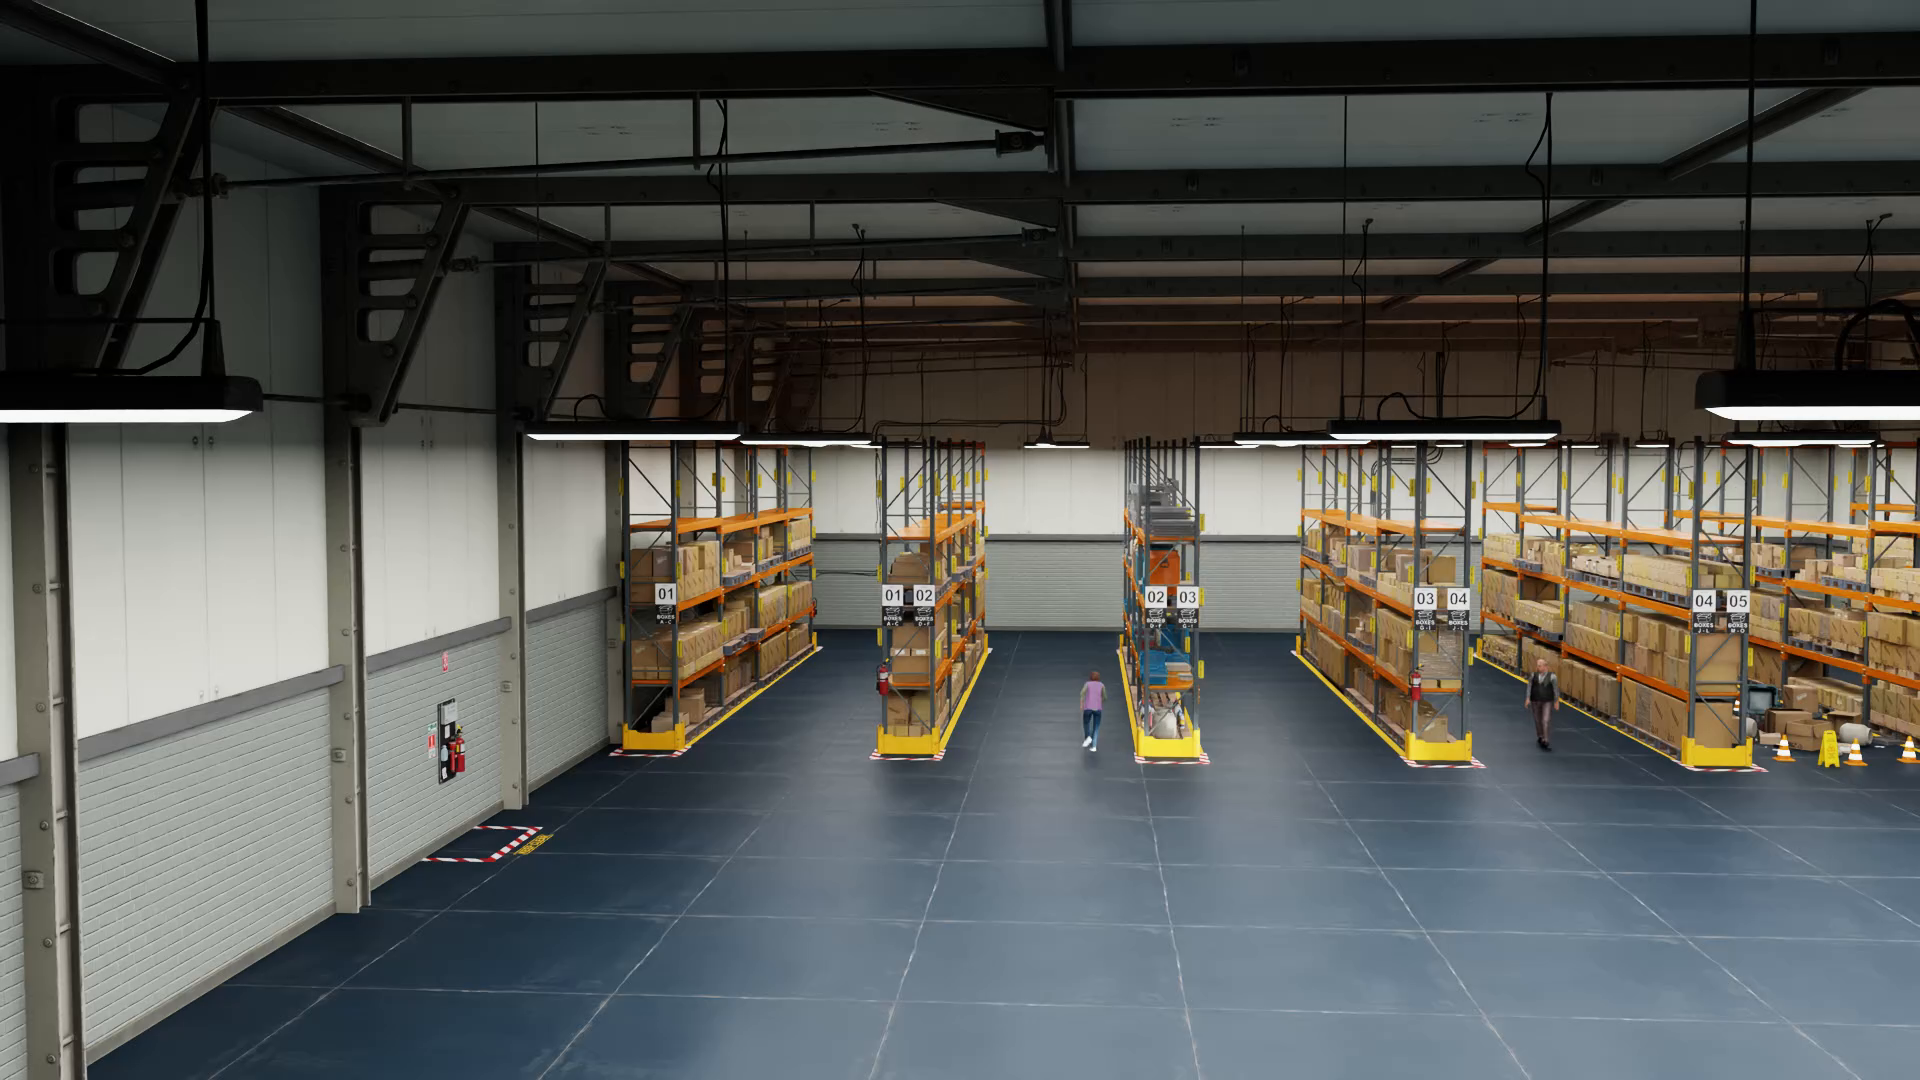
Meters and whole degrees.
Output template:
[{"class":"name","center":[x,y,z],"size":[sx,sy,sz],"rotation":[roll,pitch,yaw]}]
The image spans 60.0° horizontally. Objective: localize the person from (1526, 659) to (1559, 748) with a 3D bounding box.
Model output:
[{"class":"person","center":[11.285,3.158,32.275],"size":[0.586,1.692,0.902],"rotation":[2,4,37]}]

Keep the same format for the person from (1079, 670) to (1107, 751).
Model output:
[{"class":"person","center":[2.557,3.275,31.996],"size":[0.522,1.482,0.754],"rotation":[0,3,7]}]
